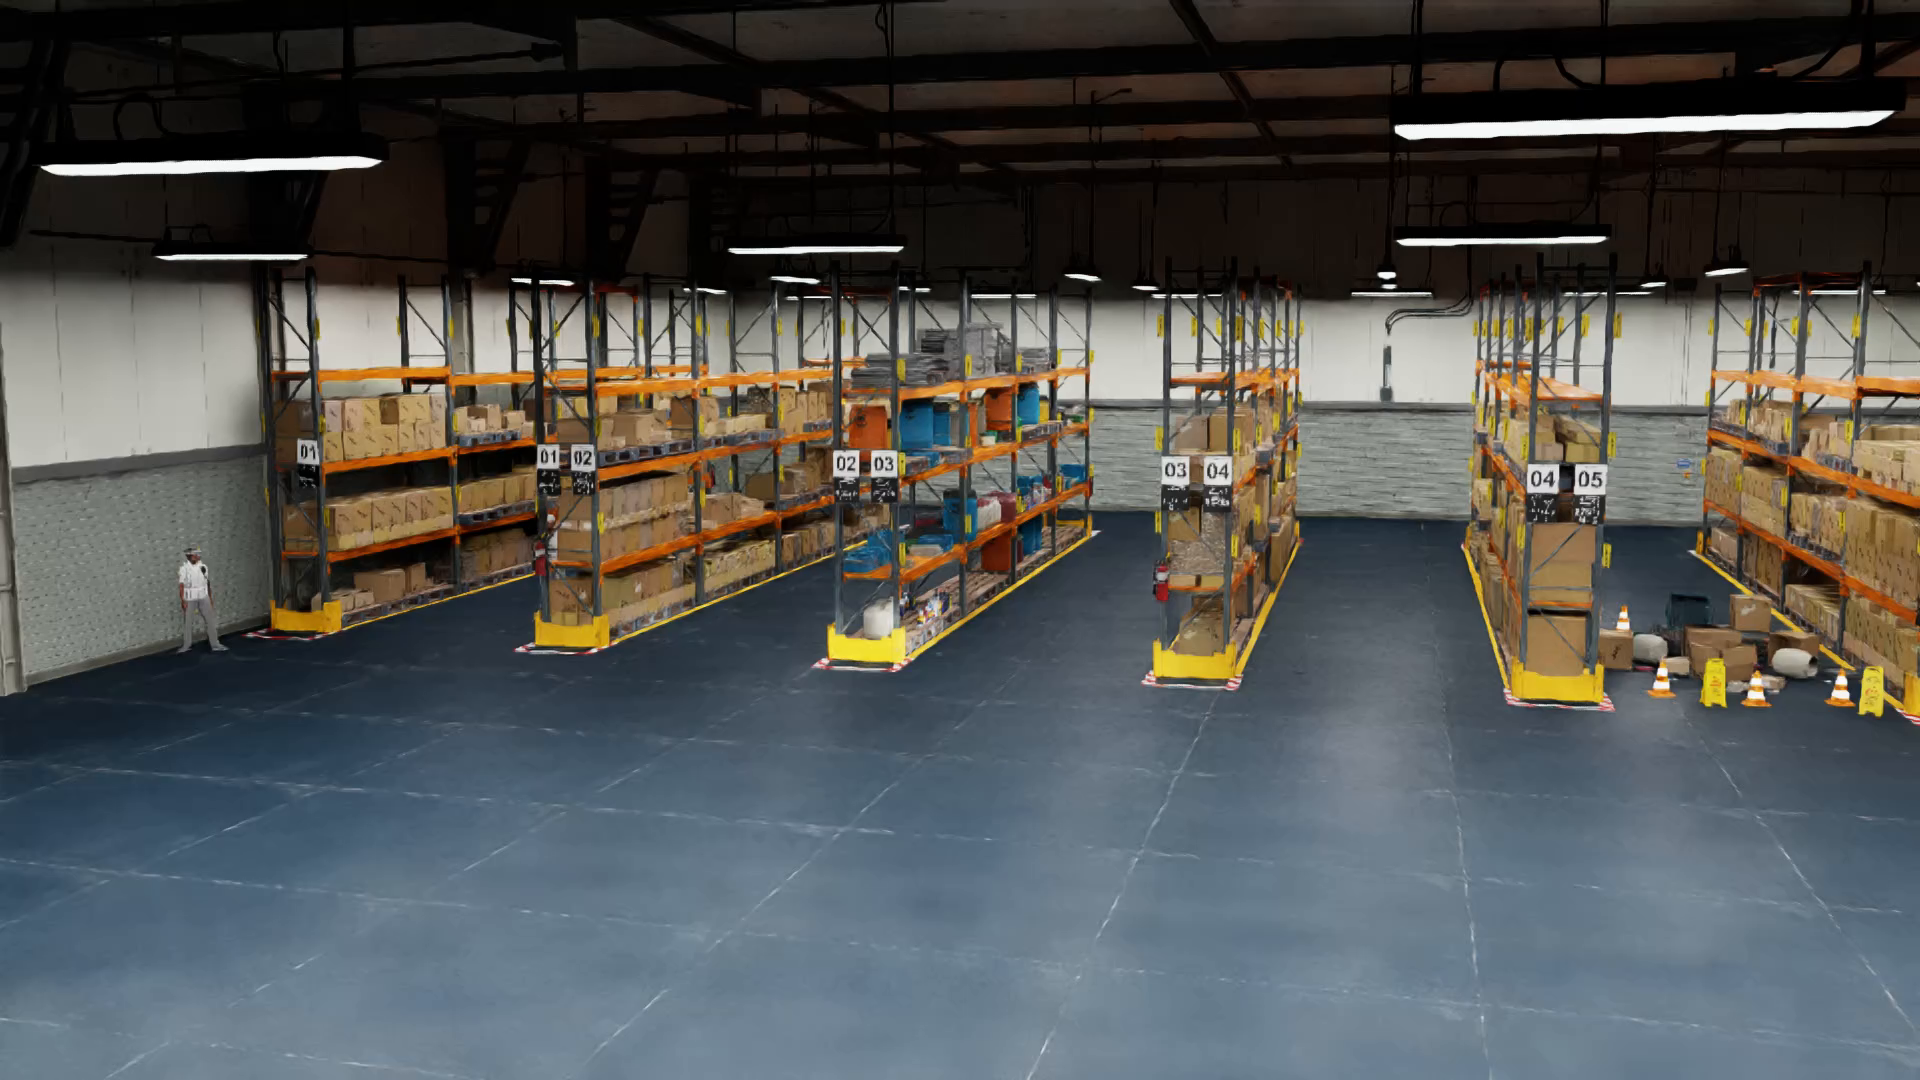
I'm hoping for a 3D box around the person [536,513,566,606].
[{"bbox_3d":[-7.297,0.374,29.817,0.702,1.735,0.548,2,7,12],"label":"person"}]

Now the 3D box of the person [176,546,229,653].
[{"bbox_3d":[-11.785,0.907,25.717,0.677,1.675,0.522,-7,10,-42],"label":"person"}]
